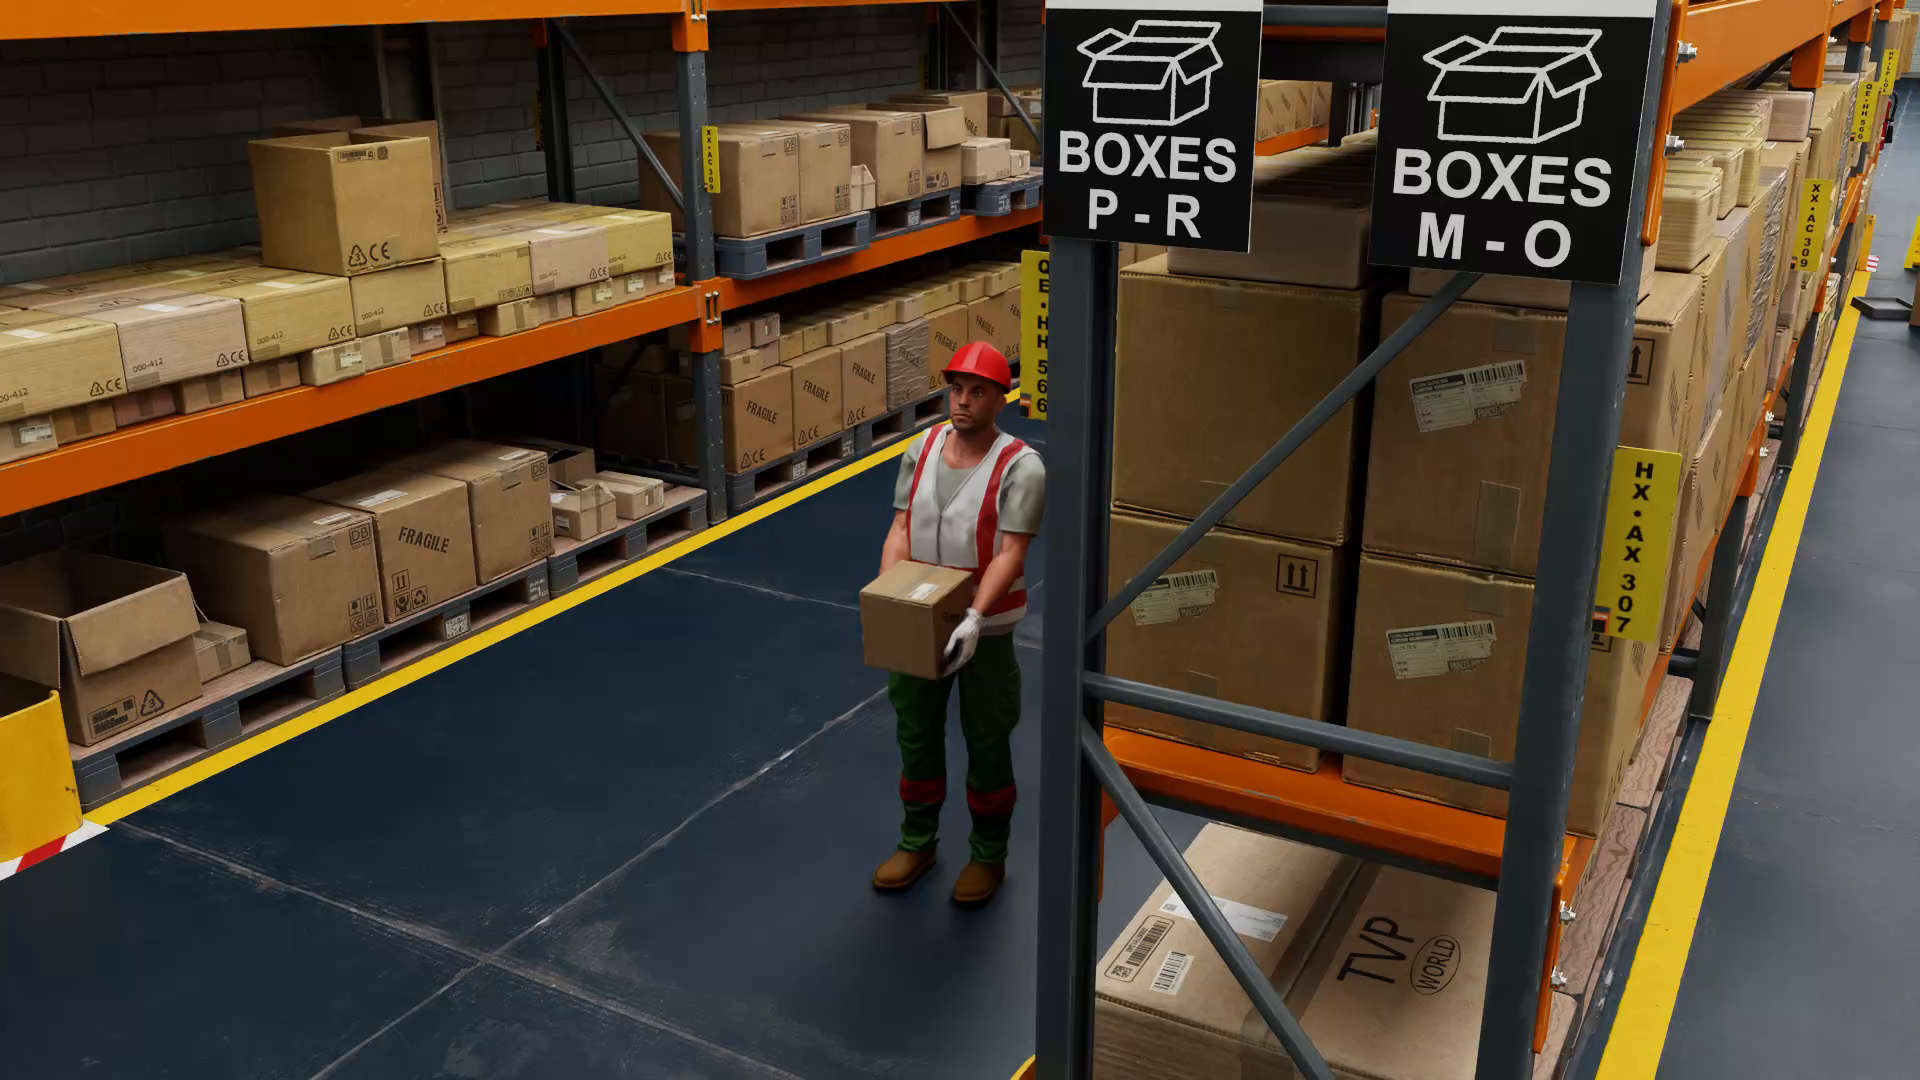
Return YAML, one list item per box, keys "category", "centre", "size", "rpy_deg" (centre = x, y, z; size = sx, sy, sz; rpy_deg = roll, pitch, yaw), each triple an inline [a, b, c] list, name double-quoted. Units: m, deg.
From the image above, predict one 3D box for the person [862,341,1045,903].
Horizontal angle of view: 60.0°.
- category: "person"
  centre: [-0.027, 0.290, 5.195]
  size: [0.508, 1.793, 0.552]
  rpy_deg: [10, 22, 27]
